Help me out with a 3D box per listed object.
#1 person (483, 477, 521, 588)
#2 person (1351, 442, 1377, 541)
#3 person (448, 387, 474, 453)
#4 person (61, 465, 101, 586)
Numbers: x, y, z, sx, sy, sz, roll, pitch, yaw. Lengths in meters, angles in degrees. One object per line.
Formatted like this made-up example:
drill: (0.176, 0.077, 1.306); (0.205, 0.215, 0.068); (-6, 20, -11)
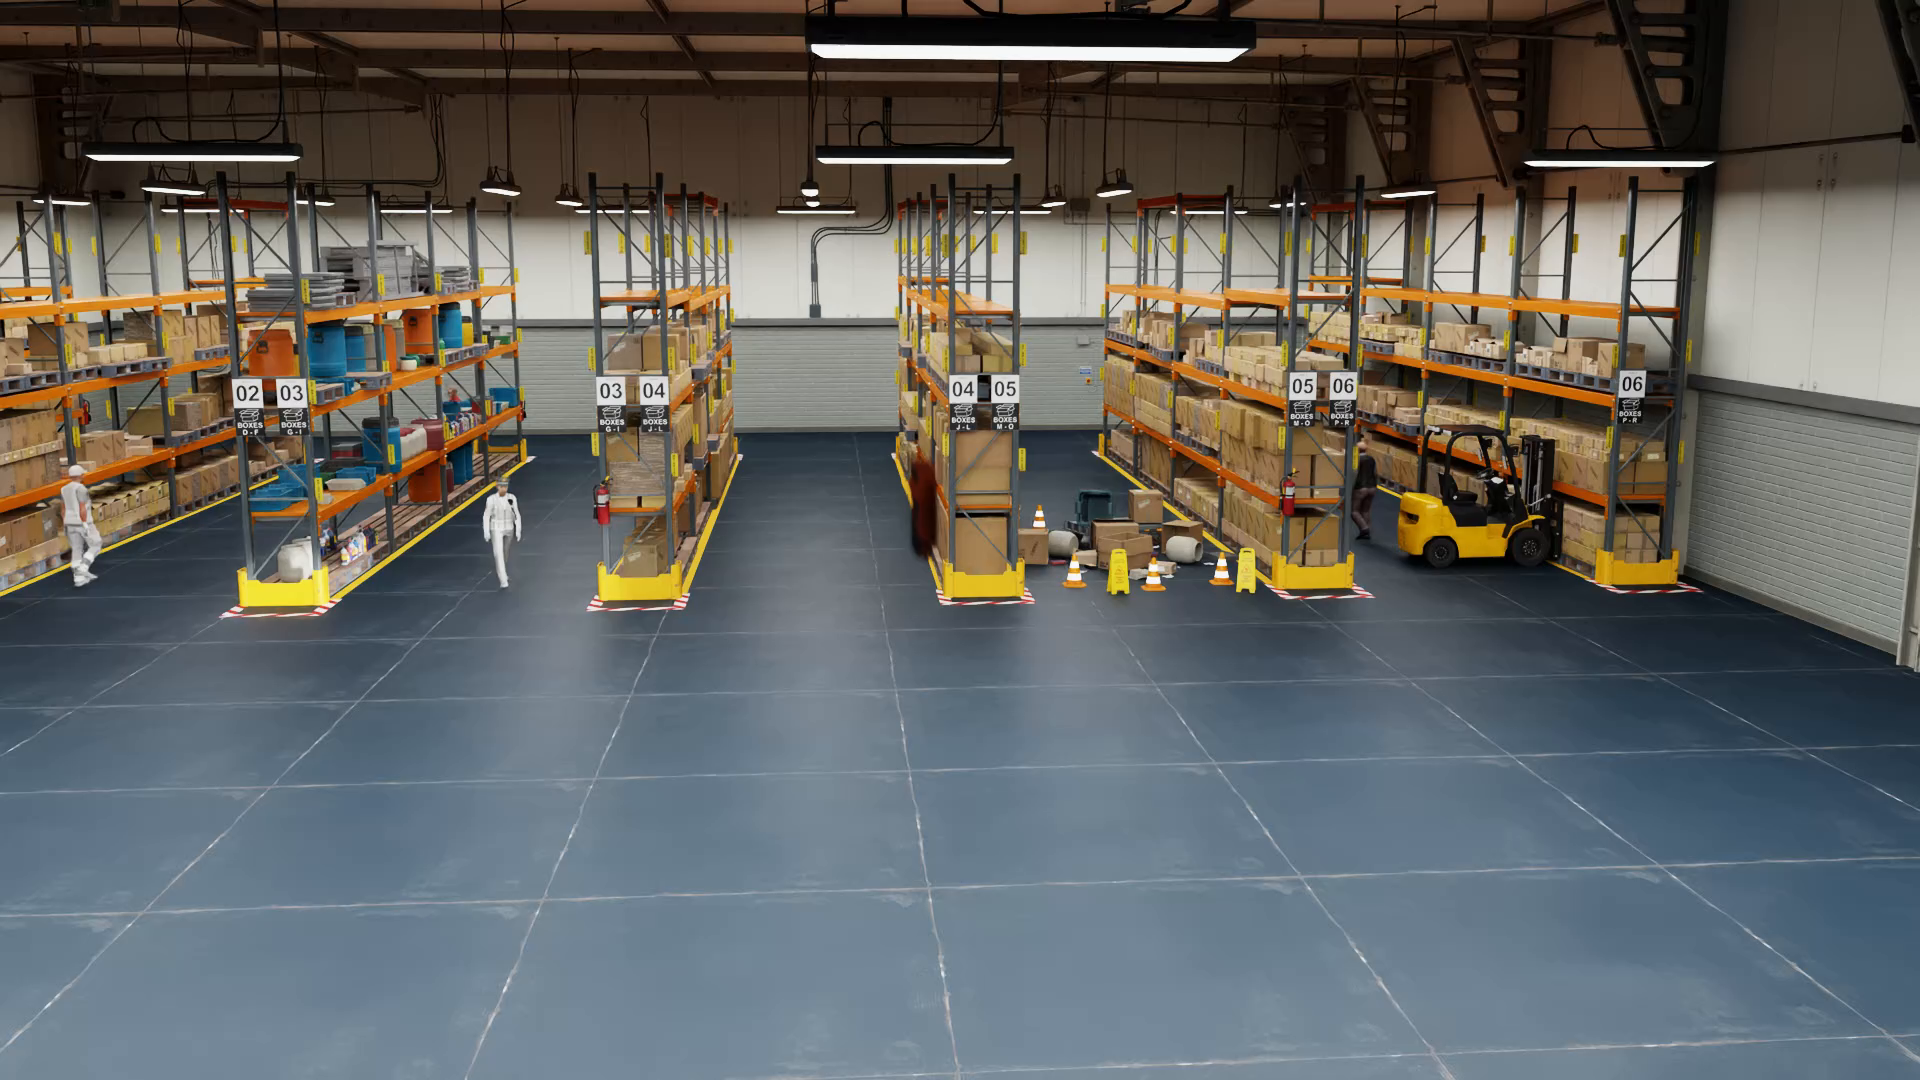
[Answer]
person: (-6.763, -0.137, 24.661); (0.514, 1.613, 1.026); (-7, 12, -33)
person: (6.991, -0.840, 28.686); (0.606, 1.675, 0.640); (-5, 11, -24)
person: (-12.210, -2.852, 40.058); (1.102, 1.648, 0.521); (-3, 11, -18)
person: (-13.161, -0.218, 24.803); (0.576, 1.776, 0.567); (1, 10, 5)
